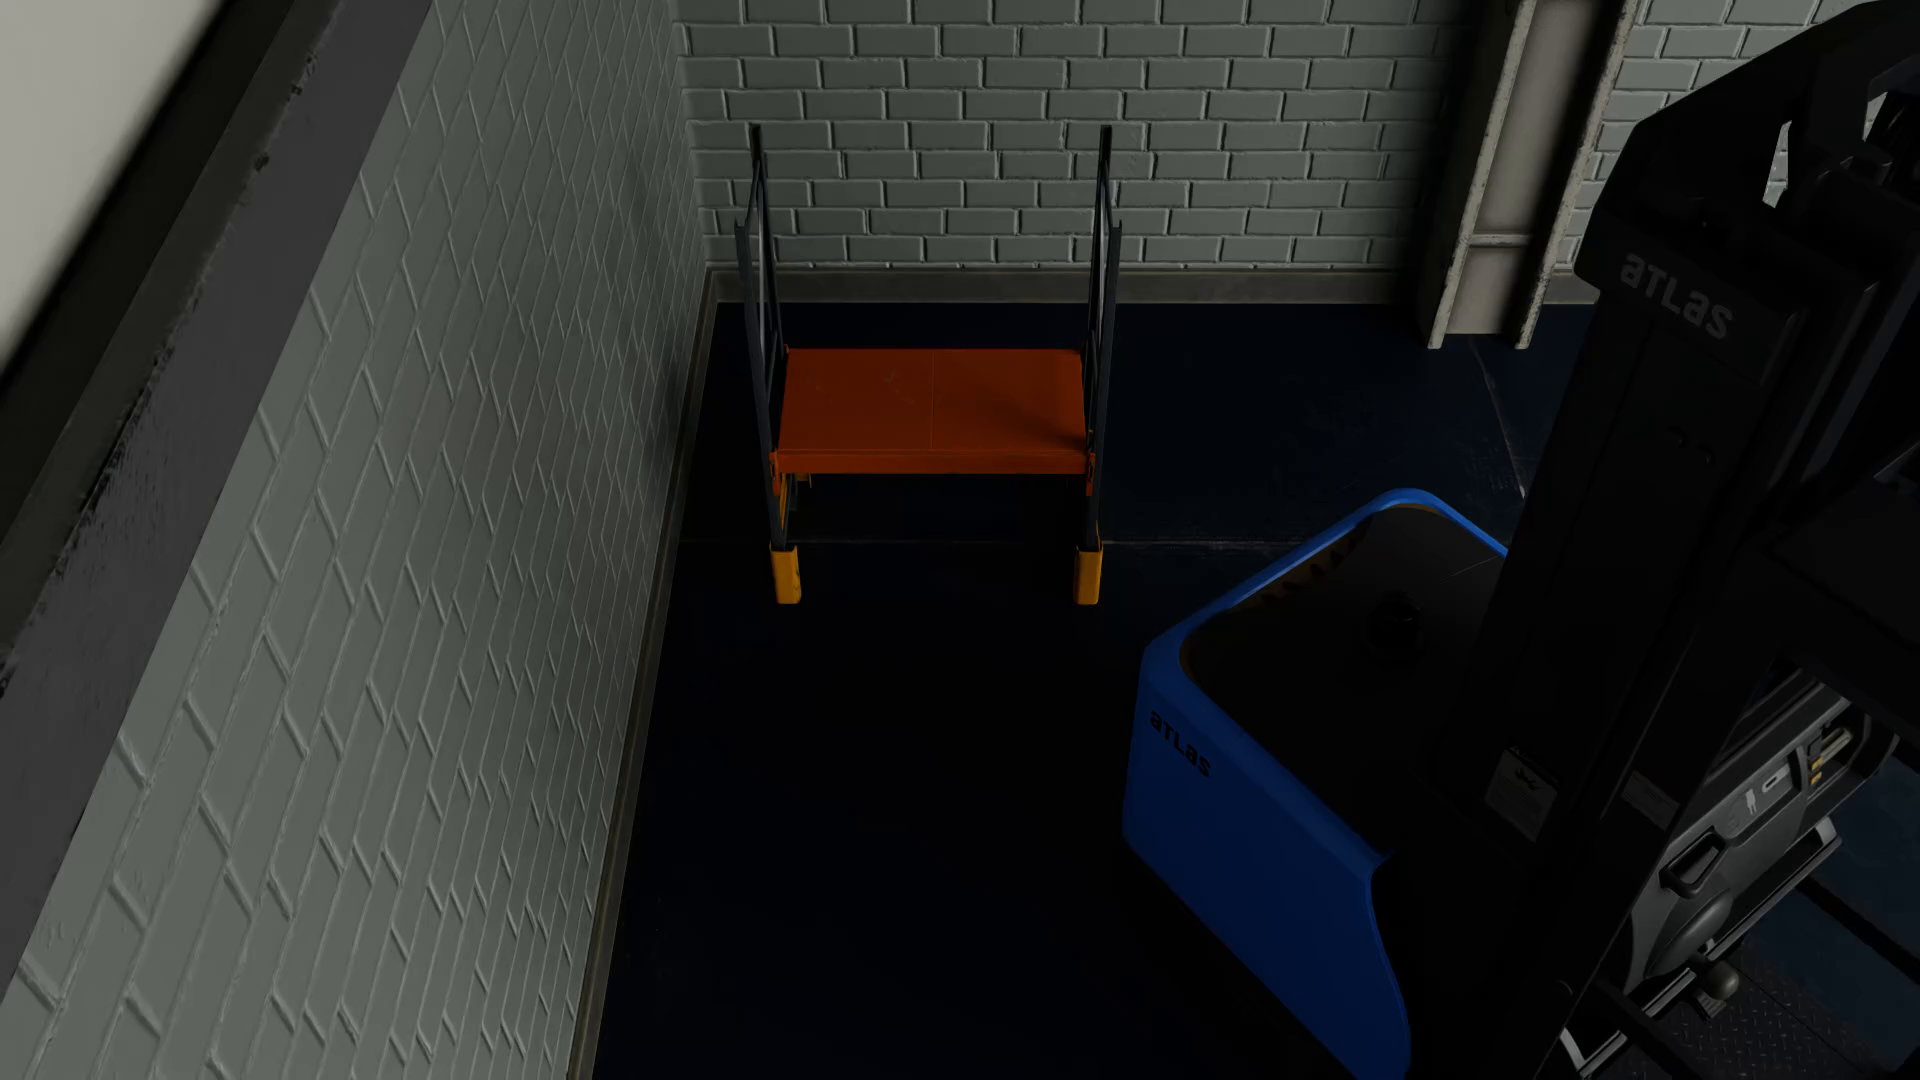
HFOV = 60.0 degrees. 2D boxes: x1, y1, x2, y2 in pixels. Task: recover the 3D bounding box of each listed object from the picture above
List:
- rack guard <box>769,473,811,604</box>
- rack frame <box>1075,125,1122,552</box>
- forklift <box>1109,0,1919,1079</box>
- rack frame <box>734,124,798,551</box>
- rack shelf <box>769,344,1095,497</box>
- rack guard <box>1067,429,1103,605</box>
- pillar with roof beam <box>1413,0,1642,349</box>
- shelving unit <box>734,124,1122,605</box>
[{"bbox_3d":[-0.574,-0.087,5.660,0.087,0.250,0.587,0,47,0],"label":"rack guard"},{"bbox_3d":[0.423,-0.510,5.200,0.032,1.500,0.500,0,47,0],"label":"rack frame"},{"bbox_3d":[1.723,0.638,3.154,1.130,2.935,3.031,-29,54,-25],"label":"forklift"},{"bbox_3d":[-0.594,-0.513,5.203,0.032,1.500,0.500,0,47,0],"label":"rack frame"},{"bbox_3d":[-0.085,-0.389,5.333,1.000,0.185,0.538,0,47,0],"label":"rack shelf"},{"bbox_3d":[0.422,-0.084,5.657,0.087,0.250,0.587,0,47,0],"label":"rack guard"},{"bbox_3d":[1.988,-0.769,0.318,0.400,9.000,9.100,0,47,0],"label":"pillar with roof beam"},{"bbox_3d":[-0.076,-0.511,5.201,1.083,1.500,0.587,0,47,0],"label":"shelving unit"}]
